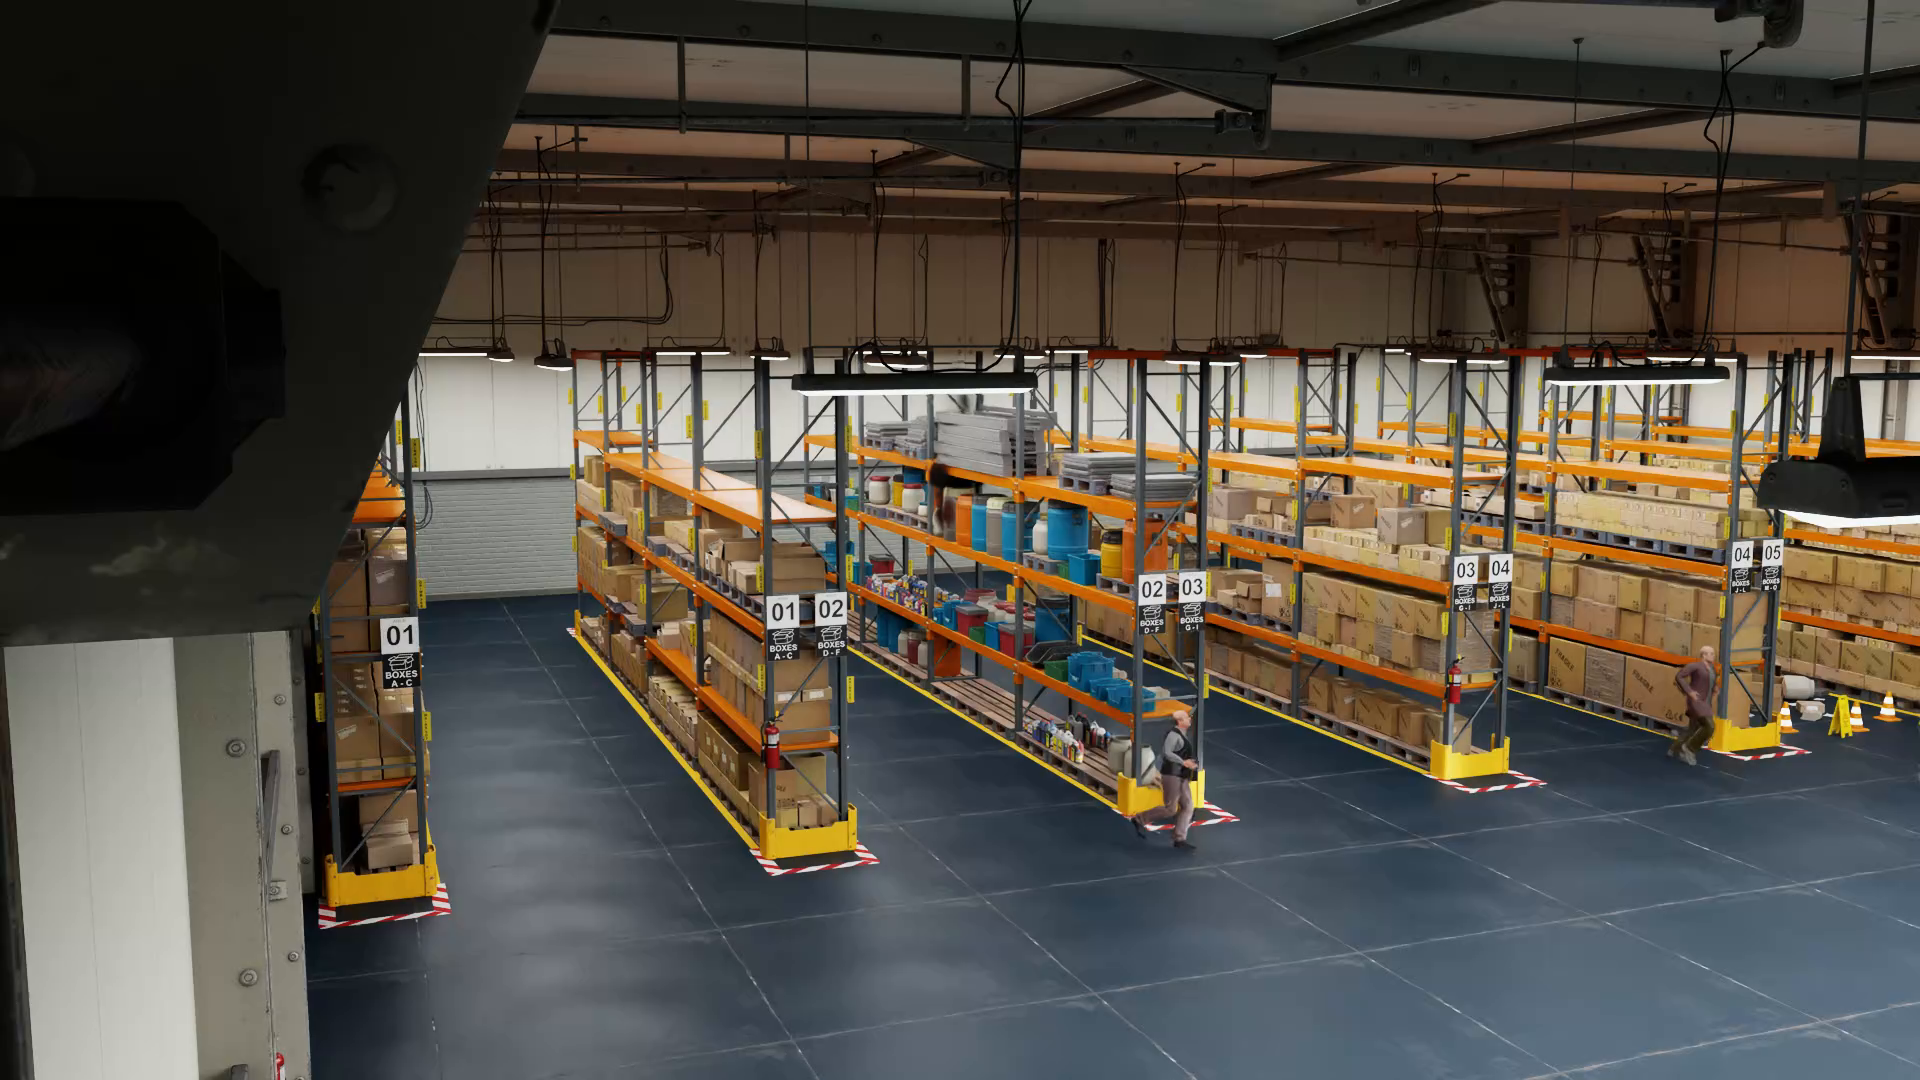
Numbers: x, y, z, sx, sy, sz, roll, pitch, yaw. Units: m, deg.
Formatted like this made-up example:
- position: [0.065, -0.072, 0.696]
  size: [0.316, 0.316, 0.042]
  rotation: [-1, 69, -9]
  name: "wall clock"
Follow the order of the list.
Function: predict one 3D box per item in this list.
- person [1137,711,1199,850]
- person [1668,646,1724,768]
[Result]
- position: [2.659, 2.951, 20.726]
  size: [0.775, 1.645, 0.700]
  rotation: [3, 8, 22]
  name: "person"
- position: [10.942, 2.538, 24.596]
  size: [0.697, 1.577, 0.731]
  rotation: [-6, 9, -41]
  name: "person"
